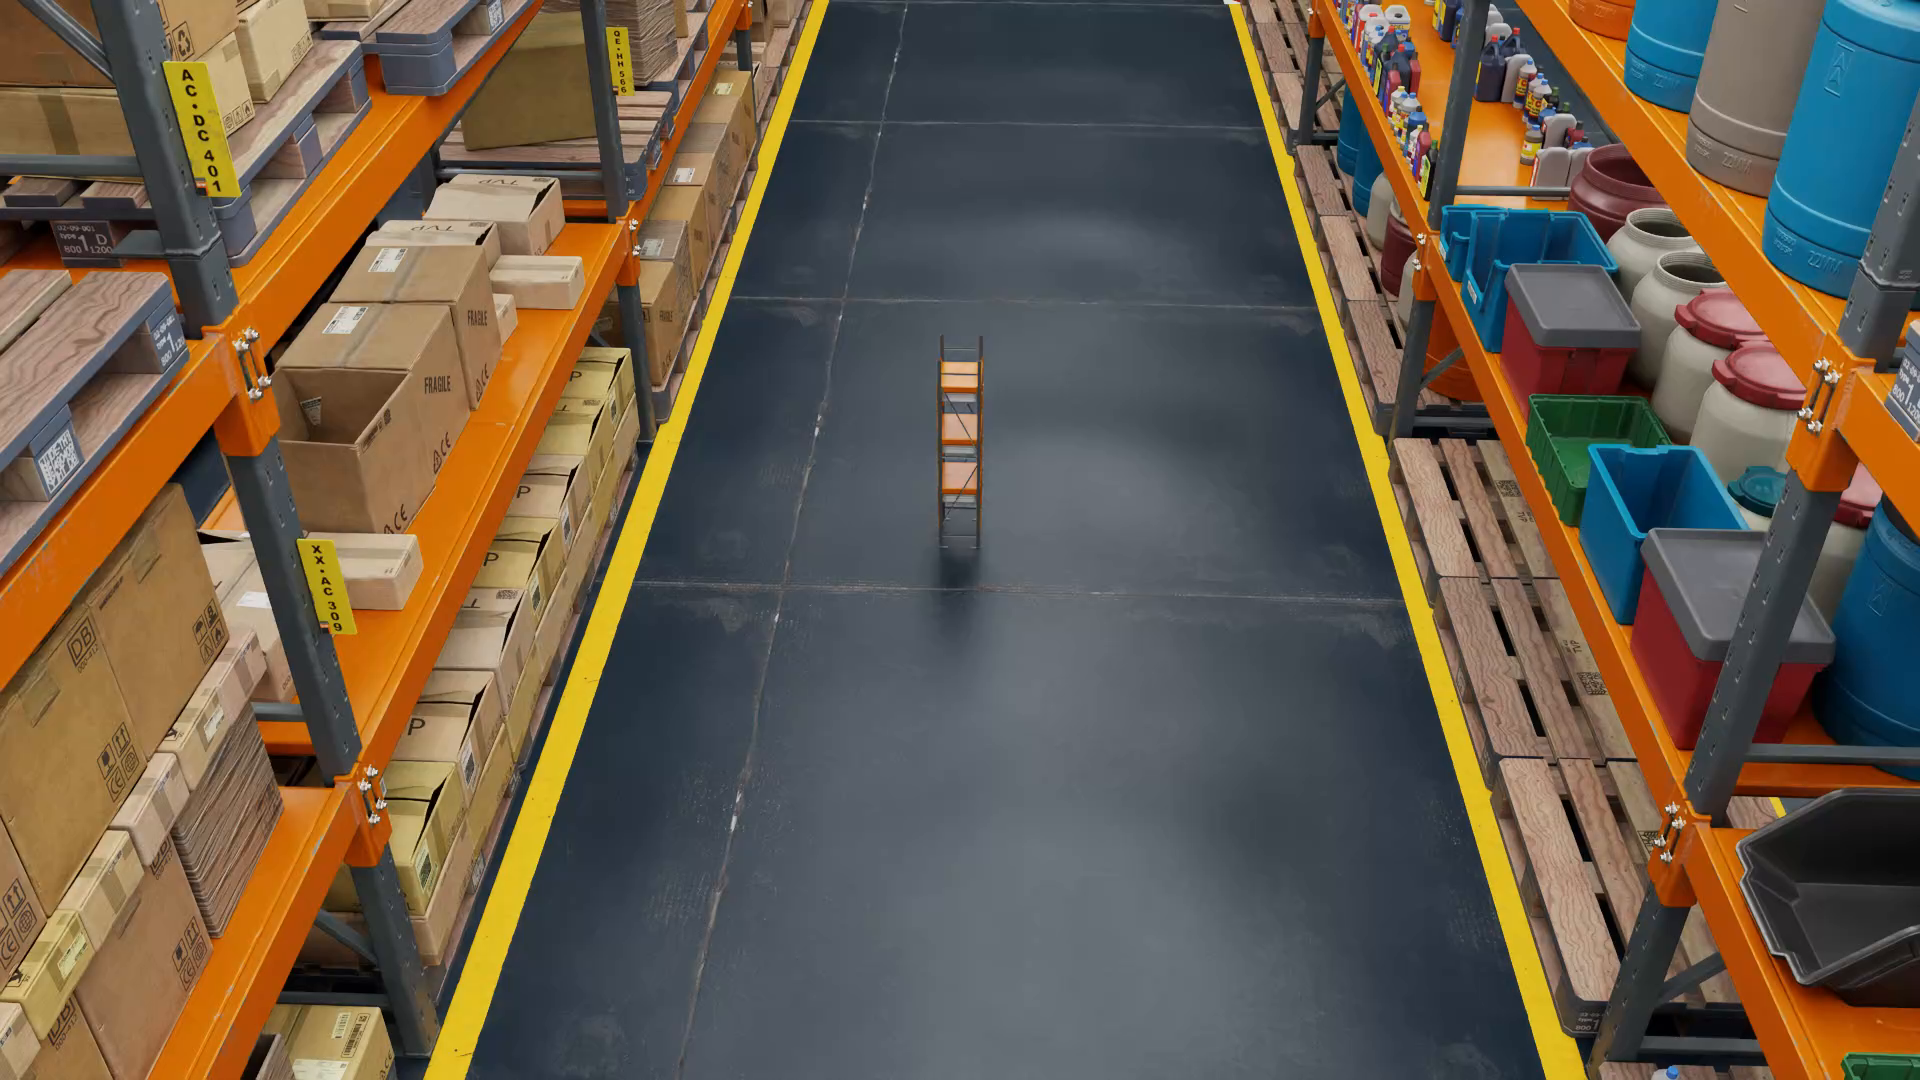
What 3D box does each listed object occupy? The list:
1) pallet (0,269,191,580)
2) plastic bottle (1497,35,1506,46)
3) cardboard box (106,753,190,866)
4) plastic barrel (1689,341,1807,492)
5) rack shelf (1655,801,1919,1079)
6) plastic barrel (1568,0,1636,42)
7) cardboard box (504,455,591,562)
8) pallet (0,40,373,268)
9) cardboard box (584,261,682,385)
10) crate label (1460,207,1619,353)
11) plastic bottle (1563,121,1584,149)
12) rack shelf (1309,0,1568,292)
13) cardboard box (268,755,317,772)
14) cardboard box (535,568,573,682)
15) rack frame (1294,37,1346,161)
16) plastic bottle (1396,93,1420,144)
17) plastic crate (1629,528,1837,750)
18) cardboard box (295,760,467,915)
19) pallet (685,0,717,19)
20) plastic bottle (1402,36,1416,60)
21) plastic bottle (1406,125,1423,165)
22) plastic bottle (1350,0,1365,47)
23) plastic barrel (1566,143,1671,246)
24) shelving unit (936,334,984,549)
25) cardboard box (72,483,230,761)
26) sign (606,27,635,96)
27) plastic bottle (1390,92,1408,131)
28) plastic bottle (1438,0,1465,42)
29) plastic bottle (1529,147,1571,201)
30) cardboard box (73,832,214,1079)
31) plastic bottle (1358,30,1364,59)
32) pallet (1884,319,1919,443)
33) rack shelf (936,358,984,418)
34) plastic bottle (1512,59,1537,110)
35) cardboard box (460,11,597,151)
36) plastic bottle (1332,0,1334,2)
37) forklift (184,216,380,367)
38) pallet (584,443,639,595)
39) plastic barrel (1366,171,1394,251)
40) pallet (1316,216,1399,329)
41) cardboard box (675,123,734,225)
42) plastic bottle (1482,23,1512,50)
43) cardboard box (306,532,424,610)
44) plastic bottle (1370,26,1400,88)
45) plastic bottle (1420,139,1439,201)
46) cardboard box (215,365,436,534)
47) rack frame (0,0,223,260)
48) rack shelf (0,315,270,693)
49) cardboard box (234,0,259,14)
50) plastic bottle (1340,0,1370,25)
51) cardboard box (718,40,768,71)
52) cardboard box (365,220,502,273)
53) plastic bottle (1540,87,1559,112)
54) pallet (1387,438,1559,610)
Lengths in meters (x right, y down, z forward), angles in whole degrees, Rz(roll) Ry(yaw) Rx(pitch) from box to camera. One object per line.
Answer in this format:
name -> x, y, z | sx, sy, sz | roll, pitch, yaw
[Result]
pallet -> -2.324, -0.193, 3.384 | 1.003, 0.211, 1.213 | 1, 35, 2
plastic bottle -> 3.169, -2.833, 9.784 | 0.097, 0.271, 0.097 | 0, 35, 0
cardboard box -> -2.133, 0.655, 4.058 | 0.380, 0.149, 0.250 | 0, 35, 1
plastic barrel -> 2.920, -0.398, 6.089 | 0.433, 0.535, 0.433 | 0, 35, 0
rack shelf -> 2.553, 2.067, 3.325 | 1.077, 0.370, 4.000 | 1, 35, 2
plastic barrel -> 2.518, -2.234, 5.838 | 0.600, 0.830, 0.708 | 1, 35, 2
cardboard box -> -1.968, -0.172, 7.424 | 0.500, 0.311, 0.500 | 1, 35, 2
pallet -> -2.293, -1.149, 4.833 | 0.805, 0.209, 1.217 | 0, 35, 0
cardboard box -> -1.851, -1.203, 9.144 | 0.500, 0.500, 0.500 | 3, 35, 4
crate label -> 2.484, -1.124, 7.210 | 0.502, 0.435, 0.616 | 1, 35, 2
plastic bottle -> 3.193, -2.055, 8.667 | 0.061, 0.283, 0.133 | 1, 35, 2
rack shelf -> 2.874, -2.529, 9.865 | 1.077, 0.370, 4.000 | 1, 35, 2
cardboard box -> -2.571, 0.693, 6.194 | 0.500, 0.311, 0.500 | 2, 35, 3
cardboard box -> -1.991, 0.351, 7.168 | 0.500, 0.250, 0.500 | 2, 35, 3
rack frame -> 2.955, -3.972, 11.293 | 1.000, 3.000, 0.127 | 1, 35, 2
plastic bottle -> 2.432, -2.286, 9.006 | 0.097, 0.271, 0.097 | 0, 35, 0
plastic crate -> 2.347, 0.313, 5.141 | 0.402, 0.464, 0.583 | 1, 35, 2
cardboard box -> -2.050, 1.000, 5.757 | 0.500, 0.311, 0.500 | 1, 35, 2
pallet -> -2.136, -3.554, 10.865 | 1.003, 0.211, 1.213 | 1, 35, 2
plastic bottle -> 2.613, -2.816, 9.760 | 0.097, 0.271, 0.097 | 0, 35, 0
plastic bottle -> 2.420, -2.089, 8.787 | 0.097, 0.201, 0.097 | 0, 35, 0
plastic bottle -> 2.478, -3.213, 10.315 | 0.061, 0.283, 0.133 | 1, 35, 2
plastic barrel -> 3.078, -1.456, 7.595 | 0.600, 0.536, 0.708 | 1, 35, 2
shelving unit -> 0.002, -0.460, 7.992 | 0.215, 1.050, 0.252 | 1, 35, 2
cardboard box -> -2.327, 0.191, 4.154 | 0.700, 0.500, 0.500 | 1, 35, 2
sign -> -1.601, -2.253, 7.841 | 0.100, 0.325, 0.005 | 1, 35, 2
plastic bottle -> 2.440, -2.369, 9.185 | 0.097, 0.201, 0.097 | 0, 35, 0
plastic bottle -> 3.093, -3.314, 10.399 | 0.144, 0.351, 0.185 | 1, 35, 2
plastic bottle -> 2.982, -1.868, 8.407 | 0.152, 0.276, 0.135 | 1, 35, 2
cardboard box -> -2.342, 1.025, 4.096 | 0.700, 0.500, 0.500 | 1, 35, 1
plastic bottle -> 2.486, -3.036, 10.134 | 0.097, 0.201, 0.097 | 0, 35, 0
pallet -> 2.702, -0.109, 3.352 | 1.213, 0.211, 1.003 | 1, 35, 2
rack shelf -> 0.002, -0.684, 7.835 | 0.215, 0.259, 0.240 | 1, 35, 2
plastic bottle -> 3.213, -2.592, 9.441 | 0.097, 0.271, 0.097 | 0, 35, 0
cardboard box -> -2.243, -2.368, 8.558 | 0.700, 0.500, 0.500 | -10, 36, -14
plastic bottle -> 2.514, -3.724, 11.041 | 0.061, 0.283, 0.133 | 1, 35, 2
forklift -> -4.410, -2.375, 9.081 | 1.130, 2.935, 3.031 | 1, 35, 1
pallet -> -2.227, -0.178, 8.319 | 1.003, 0.211, 1.213 | 1, 35, 2
plastic barrel -> 2.775, -2.085, 10.406 | 0.421, 0.512, 0.421 | 0, 35, 0
pallet -> 2.836, -1.686, 10.466 | 1.003, 0.211, 1.213 | 1, 35, 2
cardboard box -> -1.777, -2.384, 10.825 | 0.500, 0.500, 0.500 | 2, 35, 2
plastic bottle -> 3.212, -2.977, 9.986 | 0.152, 0.276, 0.135 | 1, 35, 2
cardboard box -> -2.076, 0.106, 5.709 | 0.380, 0.149, 0.250 | 1, 35, 2
plastic bottle -> 2.491, -2.826, 9.705 | 0.144, 0.351, 0.185 | 1, 35, 2
plastic bottle -> 2.384, -1.869, 8.402 | 0.061, 0.283, 0.133 | 1, 35, 2
cardboard box -> -2.248, -0.277, 5.948 | 0.500, 0.500, 0.500 | 4, 35, 5
rack frame -> -2.316, -1.947, 3.194 | 1.000, 3.000, 0.127 | 1, 35, 2
rack shelf -> -2.396, 0.724, 2.629 | 1.077, 0.370, 4.000 | 1, 35, 2
cardboard box -> -2.252, -1.818, 4.733 | 0.500, 0.500, 0.500 | 5, 35, 6
plastic bottle -> 2.541, -3.454, 10.664 | 0.152, 0.276, 0.135 | 1, 35, 2
cardboard box -> -1.737, -3.843, 13.191 | 0.380, 0.166, 0.250 | 1, 35, 2
cardboard box -> -2.385, -1.245, 7.490 | 0.500, 0.311, 0.500 | 1, 35, 1
plastic bottle -> 3.213, -2.342, 9.075 | 0.061, 0.283, 0.133 | 1, 35, 2
pallet -> 2.724, -0.089, 8.193 | 1.003, 0.211, 1.213 | 1, 35, 2
